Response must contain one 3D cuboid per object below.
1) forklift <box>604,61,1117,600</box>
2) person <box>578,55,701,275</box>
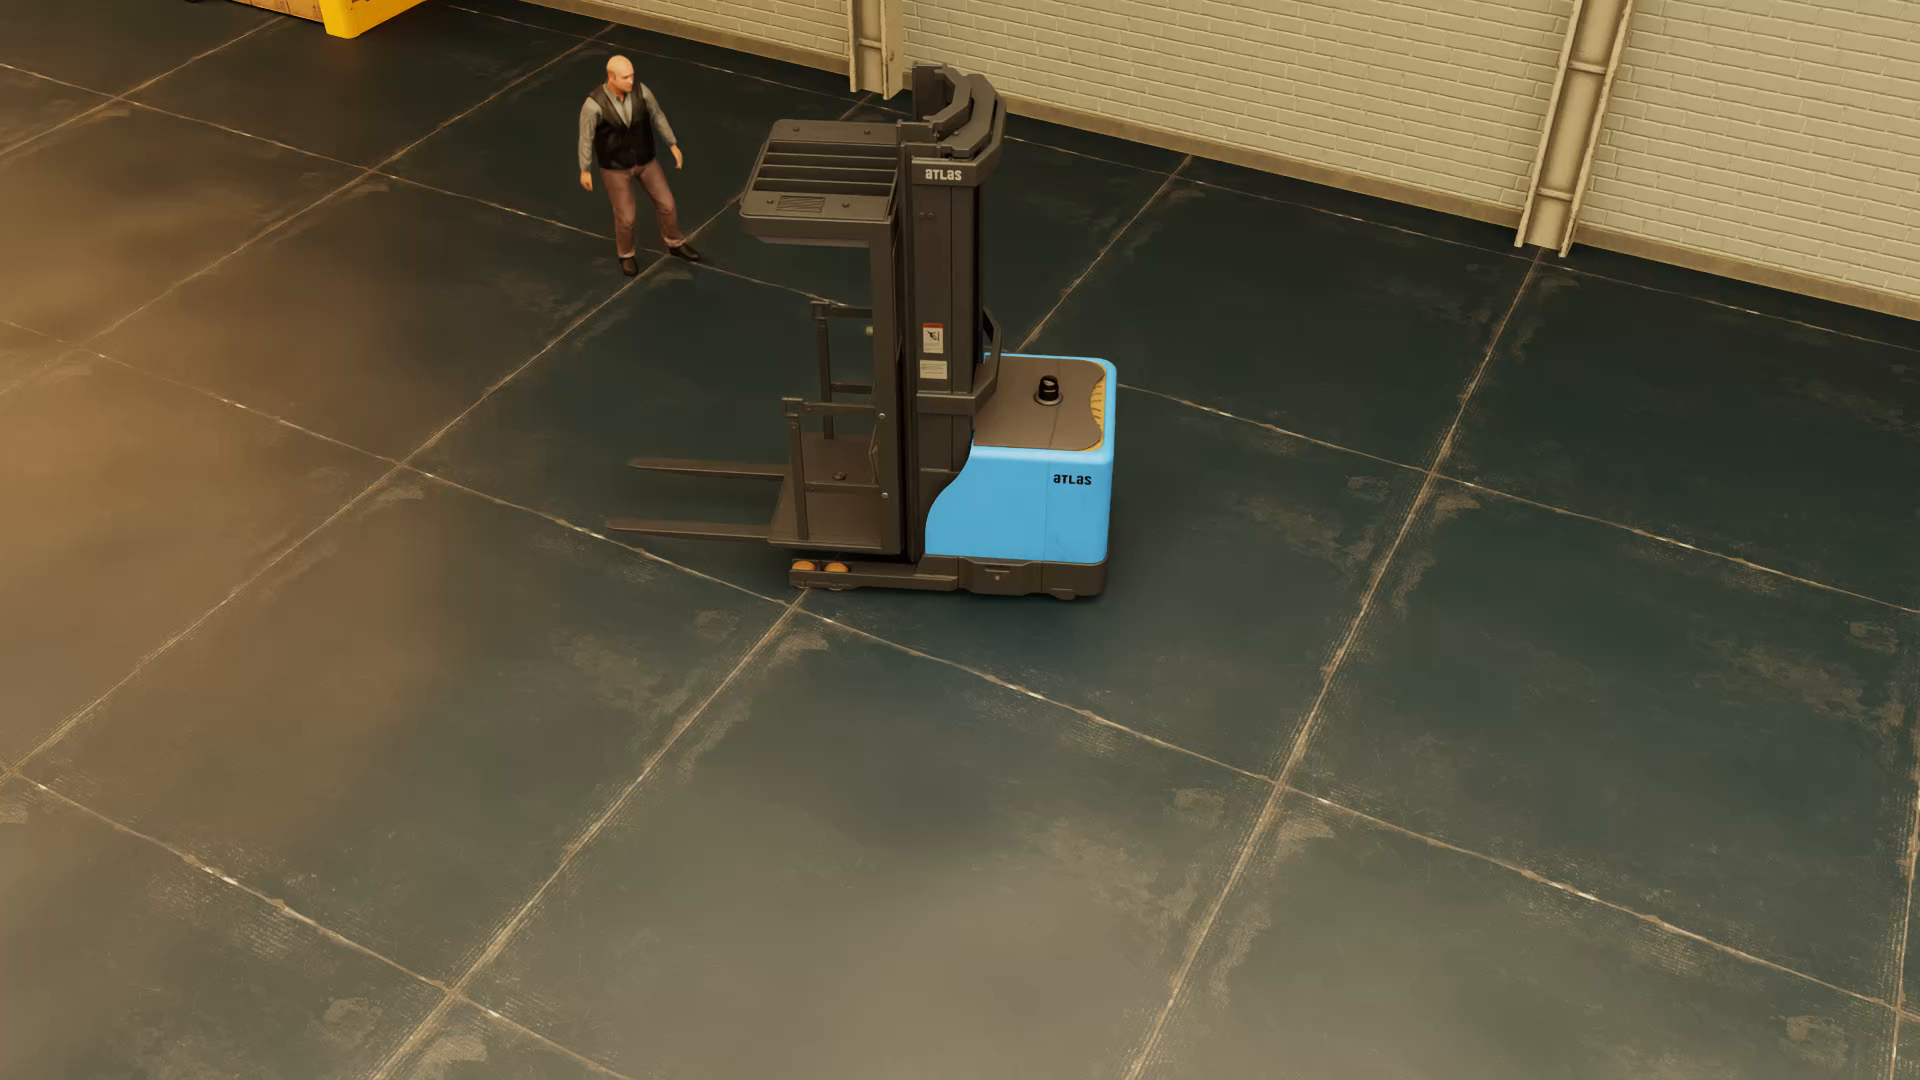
[{"bbox_3d":[-0.606,-1.157,9.360,3.031,2.935,1.130,3,40,4],"label":"forklift"},{"bbox_3d":[-2.412,-2.772,12.237,0.784,1.696,0.400,-23,45,-25],"label":"person"}]
